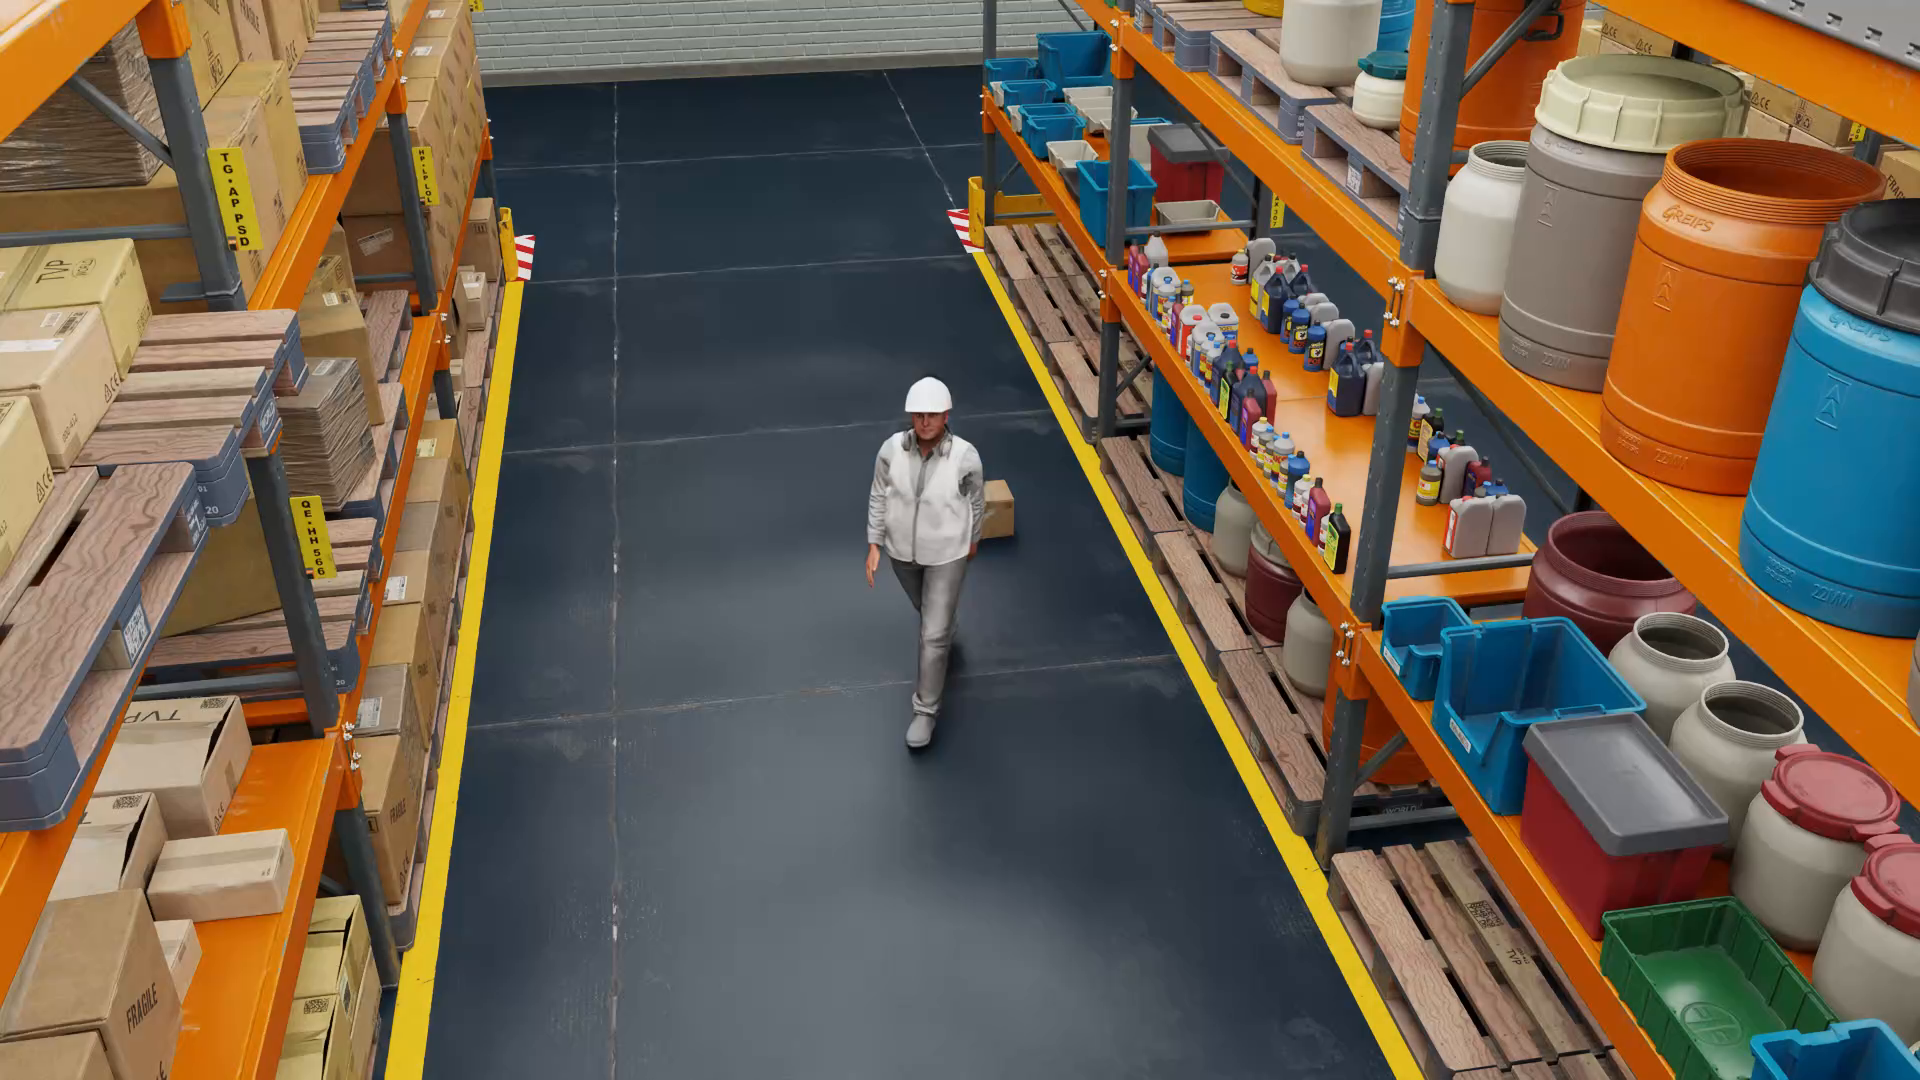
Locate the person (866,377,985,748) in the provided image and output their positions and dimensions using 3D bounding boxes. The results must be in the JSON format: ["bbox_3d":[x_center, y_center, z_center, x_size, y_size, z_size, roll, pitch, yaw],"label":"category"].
[{"bbox_3d":[-0.179,0.034,8.067,0.532,1.724,1.045,10,32,17],"label":"person"}]
